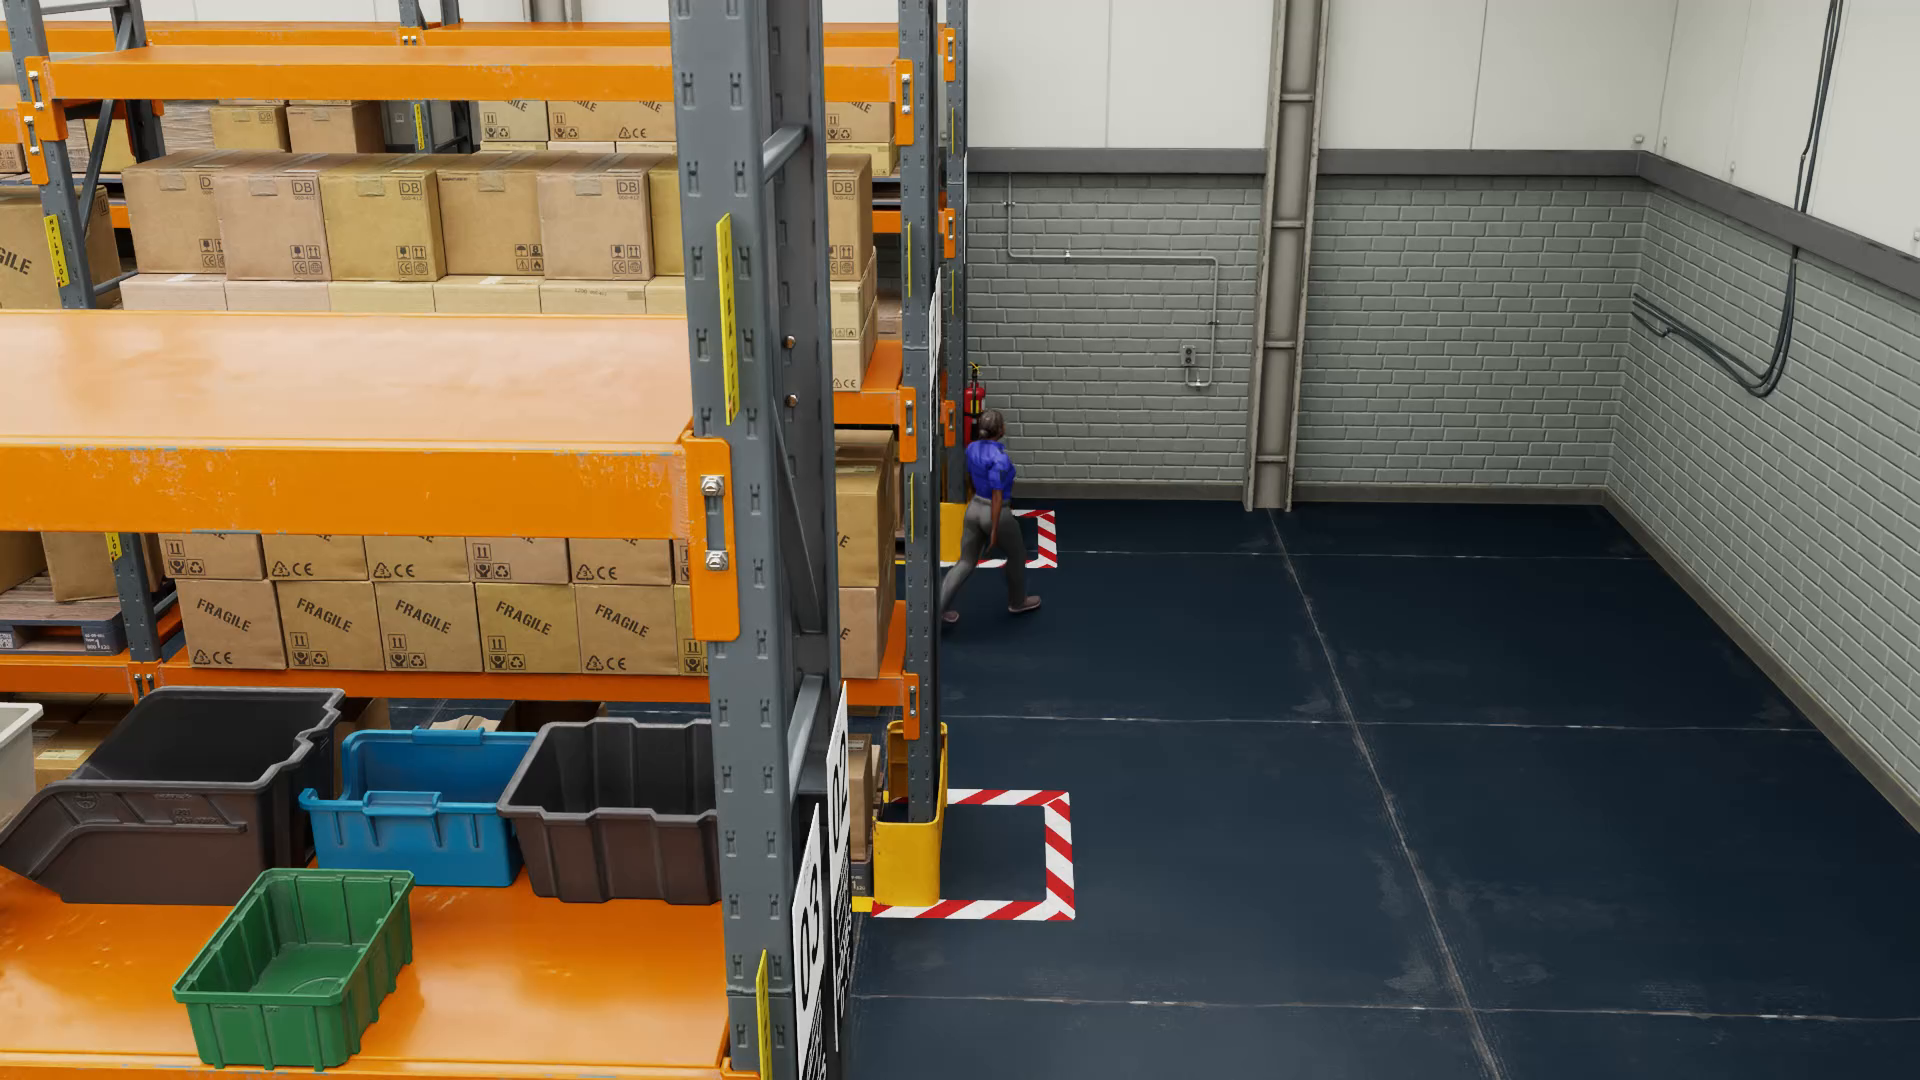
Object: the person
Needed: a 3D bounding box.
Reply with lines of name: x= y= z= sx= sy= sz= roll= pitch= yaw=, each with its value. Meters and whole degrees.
person: x=0.180 y=-0.169 z=12.030 sx=0.468 sy=1.600 sz=1.008 roll=20 pitch=28 yaw=41
